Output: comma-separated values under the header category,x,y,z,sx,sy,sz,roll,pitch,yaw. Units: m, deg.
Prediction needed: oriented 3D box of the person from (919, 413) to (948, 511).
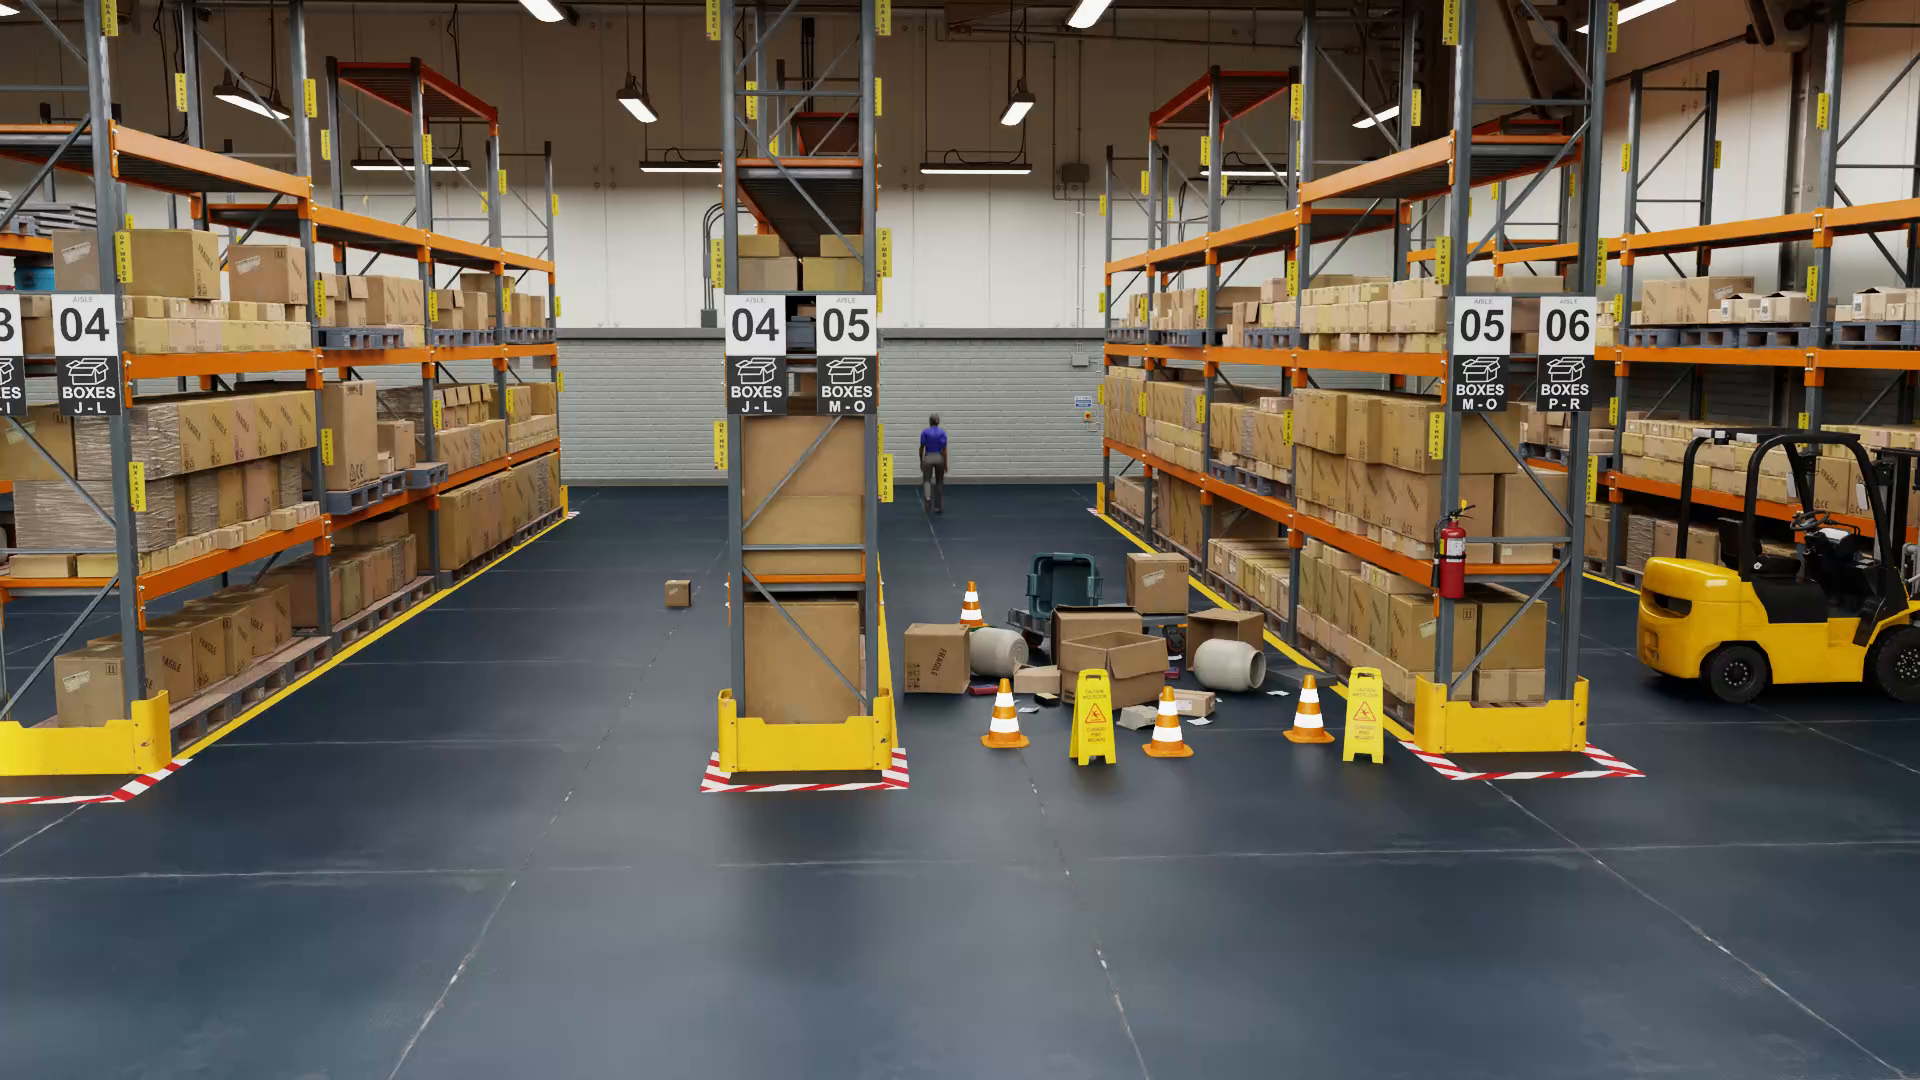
category,x,y,z,sx,sy,sz,roll,pitch,yaw
person,-0.438,-1.286,27.633,0.468,1.644,0.640,1,7,5
